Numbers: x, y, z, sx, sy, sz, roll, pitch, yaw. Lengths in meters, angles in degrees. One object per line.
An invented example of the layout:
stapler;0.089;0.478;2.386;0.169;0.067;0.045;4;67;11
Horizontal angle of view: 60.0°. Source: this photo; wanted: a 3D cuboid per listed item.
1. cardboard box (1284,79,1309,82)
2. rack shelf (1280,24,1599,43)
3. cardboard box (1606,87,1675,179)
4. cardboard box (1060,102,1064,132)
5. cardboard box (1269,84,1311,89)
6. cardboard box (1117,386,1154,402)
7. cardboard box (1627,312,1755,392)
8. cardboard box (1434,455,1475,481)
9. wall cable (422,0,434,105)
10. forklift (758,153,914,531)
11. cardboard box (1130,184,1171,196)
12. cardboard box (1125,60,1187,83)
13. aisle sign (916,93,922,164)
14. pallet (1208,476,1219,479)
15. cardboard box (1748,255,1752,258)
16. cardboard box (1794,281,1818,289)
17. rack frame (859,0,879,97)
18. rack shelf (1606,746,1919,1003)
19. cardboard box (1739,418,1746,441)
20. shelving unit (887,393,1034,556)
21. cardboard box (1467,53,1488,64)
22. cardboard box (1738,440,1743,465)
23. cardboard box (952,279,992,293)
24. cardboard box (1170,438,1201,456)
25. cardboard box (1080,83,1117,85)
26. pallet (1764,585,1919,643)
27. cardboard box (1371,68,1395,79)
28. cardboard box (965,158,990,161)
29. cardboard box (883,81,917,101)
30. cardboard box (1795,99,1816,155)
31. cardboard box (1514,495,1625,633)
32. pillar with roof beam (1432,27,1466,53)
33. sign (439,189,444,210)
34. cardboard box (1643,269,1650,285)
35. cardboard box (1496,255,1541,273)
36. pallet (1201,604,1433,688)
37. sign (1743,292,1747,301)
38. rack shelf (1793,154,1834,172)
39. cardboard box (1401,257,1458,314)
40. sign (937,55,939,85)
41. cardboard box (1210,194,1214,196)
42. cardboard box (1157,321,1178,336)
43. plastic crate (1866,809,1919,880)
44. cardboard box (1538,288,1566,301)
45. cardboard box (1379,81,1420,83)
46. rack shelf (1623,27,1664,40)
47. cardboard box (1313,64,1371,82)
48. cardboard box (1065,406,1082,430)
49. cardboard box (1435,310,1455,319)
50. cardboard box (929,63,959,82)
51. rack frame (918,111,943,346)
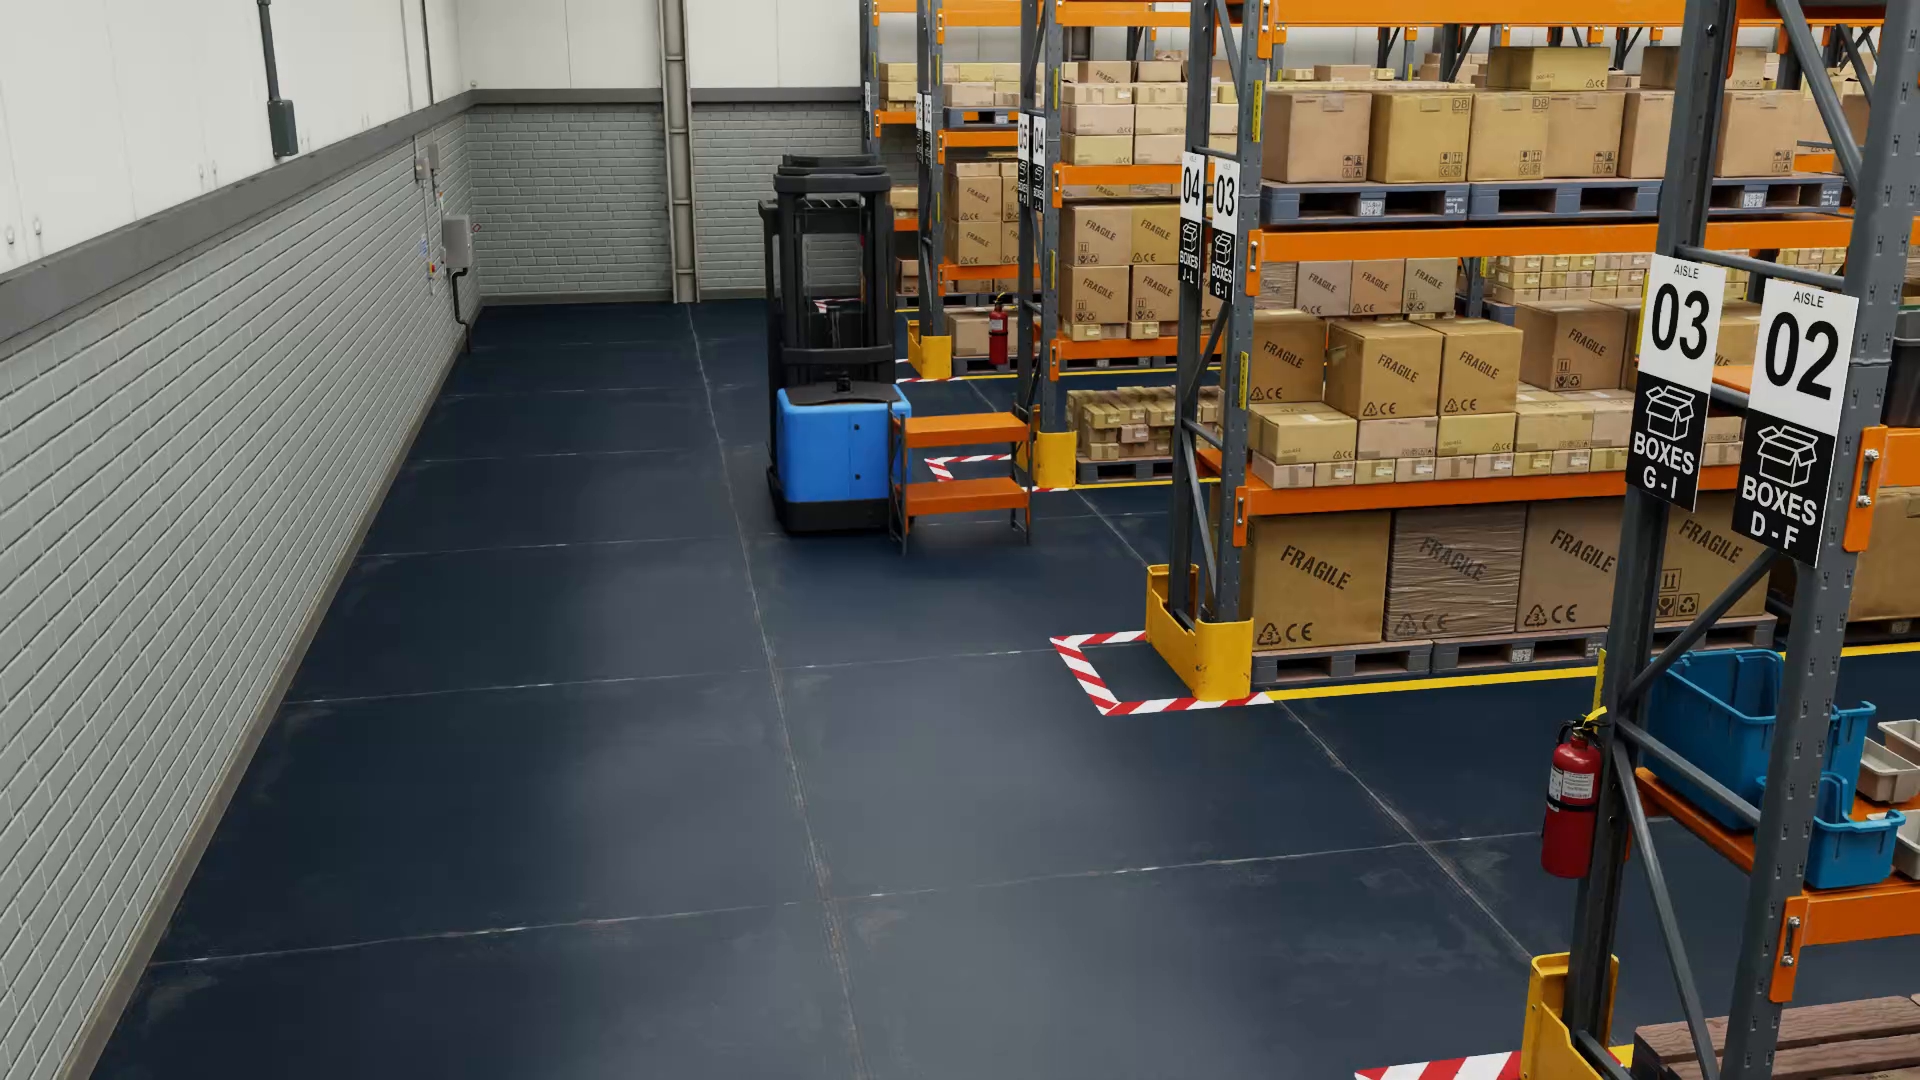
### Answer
cardboard box;4.991;-6.759;24.676;0.250;0.149;0.380;-3;17;-9
rack shelf;5.544;-6.150;19.915;4.000;0.370;1.077;-3;17;-10
cardboard box;4.174;-2.490;10.144;0.500;0.500;0.700;-2;17;-8
cardboard box;1.095;-3.762;14.746;0.500;0.250;0.500;-4;17;-12
cardboard box;2.853;-3.881;14.453;0.250;0.149;0.380;-4;17;-11
cardboard box;1.651;-1.335;15.677;0.250;0.149;0.380;-4;17;-12
cardboard box;4.567;-1.149;10.414;0.500;0.500;0.500;-3;17;-10
cardboard box;2.952;-0.489;10.221;0.250;0.149;0.380;-4;17;-12
wall cable;-6.510;-6.993;20.688;0.133;3.039;2.988;-3;17;-10
forklift;-1.137;-1.861;14.379;1.130;2.935;3.031;-3;17;-10
cardboard box;2.172;-4.069;19.577;0.500;0.500;0.500;-3;17;-10
cardboard box;2.262;-5.353;19.462;0.637;0.503;0.797;-2;17;-6
aisle sign;-0.477;-4.811;19.439;0.004;0.787;0.394;-3;17;-10
pallet;2.765;-0.835;15.671;1.213;0.211;1.003;-3;17;-10
cardboard box;7.386;-2.669;15.592;0.250;0.149;0.380;-3;17;-9
cardboard box;7.905;-2.415;15.777;0.250;0.149;0.380;-3;17;-11
rack frame;-1.292;-7.782;23.320;0.127;3.000;1.000;-3;17;-10
rack shelf;4.436;1.034;6.061;4.000;0.370;1.077;-3;17;-10
cardboard box;5.076;-0.819;10.619;0.500;0.250;0.500;-4;17;-11
shelving unit;-0.001;-0.526;13.108;1.048;1.125;0.538;-4;18;-14
cardboard box;7.796;-7.117;25.208;0.500;0.500;0.700;-4;17;-11
cardboard box;4.970;-0.603;10.594;0.250;0.149;0.380;-3;17;-9
cardboard box;0.173;-3.963;24.647;0.500;0.500;0.700;-3;17;-8
cardboard box;2.022;-0.873;15.186;0.250;0.149;0.380;-3;17;-10
cardboard box;1.218;-3.948;14.674;0.250;0.149;0.380;-3;17;-10
pallet;6.203;0.419;11.587;1.213;0.211;1.003;-3;17;-10
cardboard box;6.281;-6.950;24.791;0.250;0.149;0.380;-3;17;-9
cardboard box;0.212;-4.418;19.608;0.250;0.149;0.380;-3;17;-9
cardboard box;-0.805;-6.364;23.563;0.500;0.250;0.500;-3;17;-11
cardboard box;7.545;-3.852;15.466;0.500;0.500;0.500;-3;17;-10
cardboard box;3.913;0.030;11.010;0.875;0.875;0.875;-3;17;-10
pillar with roof beam;8.488;-7.319;21.813;0.400;9.000;9.100;-3;17;-10
sign;-6.327;-4.143;20.286;0.001;0.242;0.339;-3;17;-10
cardboard box;6.380;-2.471;15.455;0.250;0.149;0.380;-4;17;-11
cardboard box;5.092;-2.539;15.168;0.250;0.149;0.380;-2;17;-8
pallet;2.303;0.640;10.870;1.213;0.211;1.003;-3;17;-10
sign;5.348;-1.521;11.316;0.005;0.325;0.100;-3;17;-10
rack shelf;6.582;-3.486;15.669;4.000;0.370;1.077;-3;17;-10
cardboard box;4.197;-2.366;15.229;0.500;0.500;0.500;-3;17;-10
sign;-0.248;-5.212;18.441;0.005;0.325;0.100;-3;17;-10
cardboard box;2.618;-2.917;15.320;0.500;0.500;0.500;-4;17;-12
cardboard box;1.816;-1.945;14.963;0.250;0.149;0.380;-2;17;-8
plastic crate;3.108;0.986;5.339;0.298;0.136;0.250;-3;17;-10
cardboard box;5.364;-2.272;15.311;0.250;0.149;0.380;-3;17;-10
cardboard box;4.013;-4.124;15.247;0.250;0.149;0.380;-4;18;-13
rack shelf;12.453;-8.026;26.023;4.000;0.370;1.077;-3;17;-10
cardboard box;4.501;-5.354;19.639;0.500;0.500;0.500;-4;17;-11
cardboard box;1.155;-1.153;15.592;0.250;0.149;0.380;-4;17;-12
cardboard box;4.382;-2.081;15.406;0.250;0.149;0.380;-3;17;-11
cardboard box;-0.306;-6.632;23.585;0.500;0.250;0.500;-3;17;-11
rack frame;-0.347;-3.483;19.543;0.127;3.000;1.000;-3;17;-10
